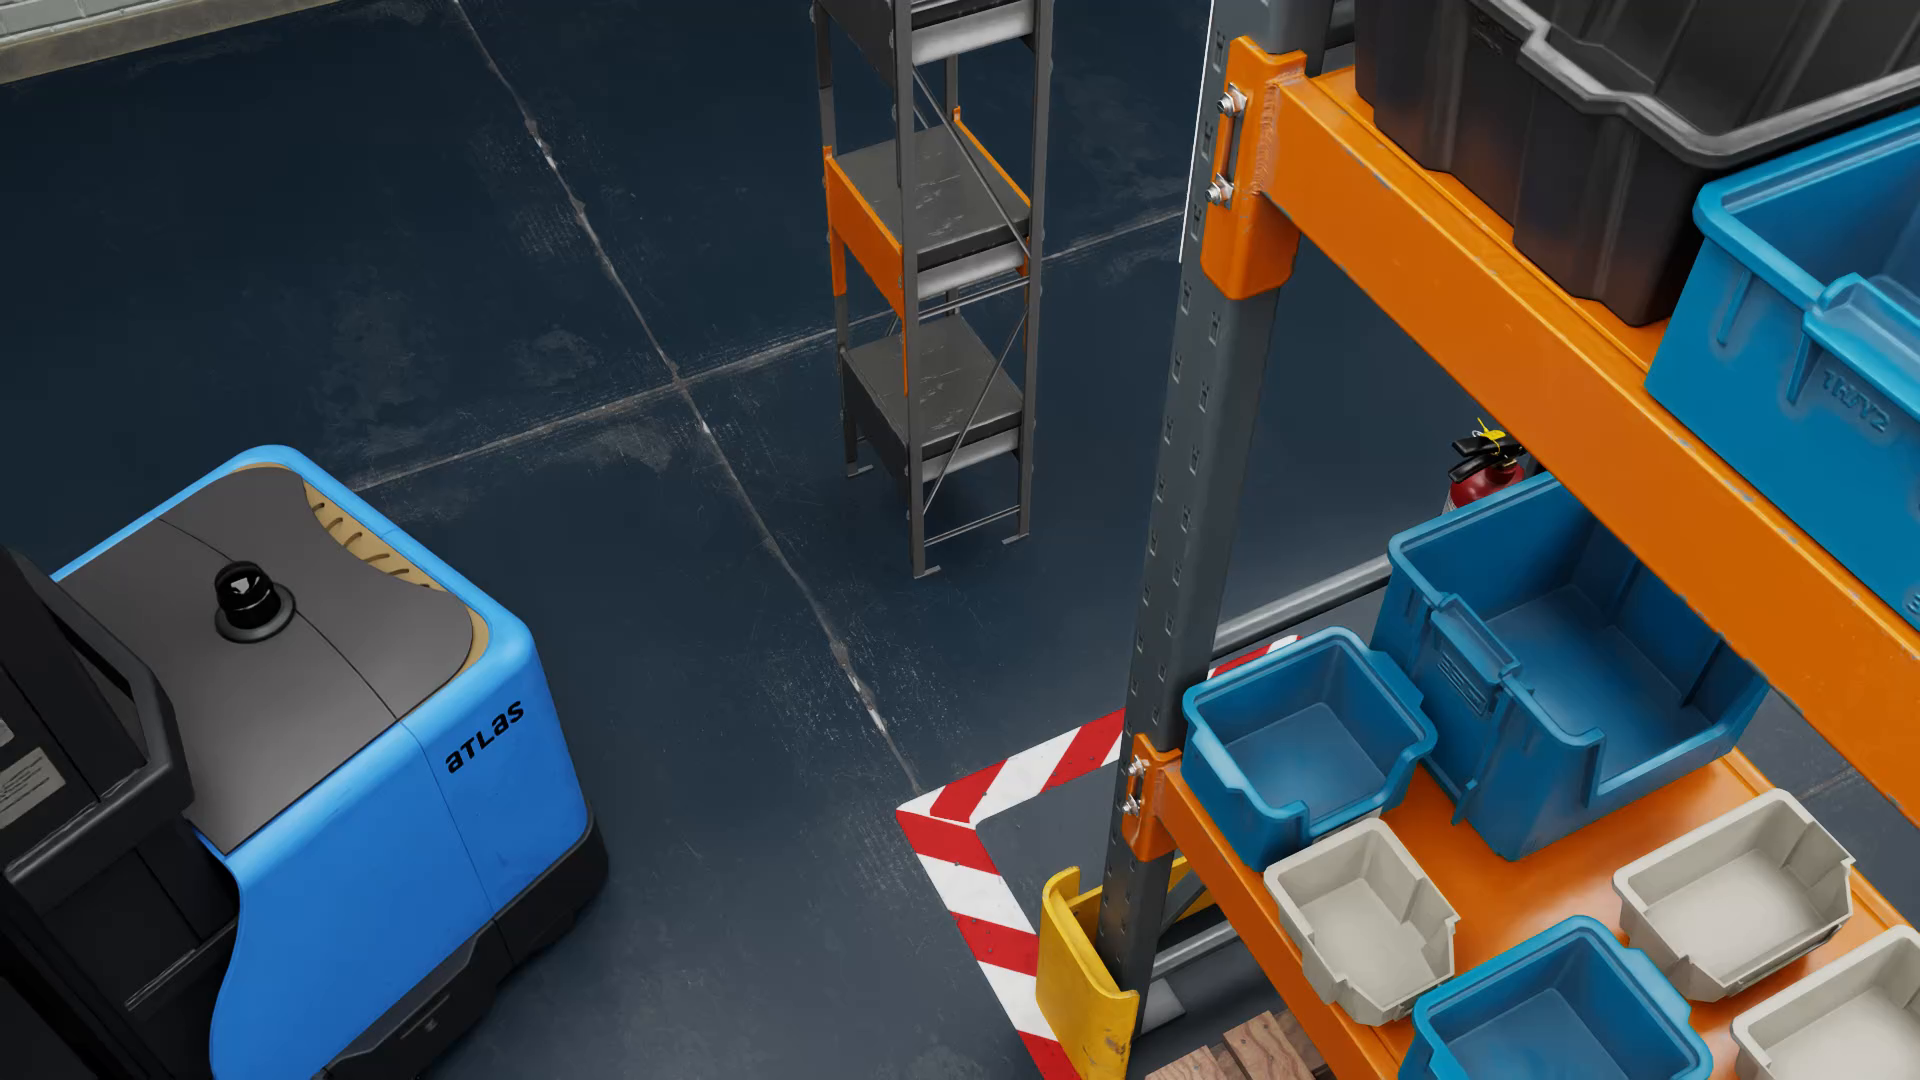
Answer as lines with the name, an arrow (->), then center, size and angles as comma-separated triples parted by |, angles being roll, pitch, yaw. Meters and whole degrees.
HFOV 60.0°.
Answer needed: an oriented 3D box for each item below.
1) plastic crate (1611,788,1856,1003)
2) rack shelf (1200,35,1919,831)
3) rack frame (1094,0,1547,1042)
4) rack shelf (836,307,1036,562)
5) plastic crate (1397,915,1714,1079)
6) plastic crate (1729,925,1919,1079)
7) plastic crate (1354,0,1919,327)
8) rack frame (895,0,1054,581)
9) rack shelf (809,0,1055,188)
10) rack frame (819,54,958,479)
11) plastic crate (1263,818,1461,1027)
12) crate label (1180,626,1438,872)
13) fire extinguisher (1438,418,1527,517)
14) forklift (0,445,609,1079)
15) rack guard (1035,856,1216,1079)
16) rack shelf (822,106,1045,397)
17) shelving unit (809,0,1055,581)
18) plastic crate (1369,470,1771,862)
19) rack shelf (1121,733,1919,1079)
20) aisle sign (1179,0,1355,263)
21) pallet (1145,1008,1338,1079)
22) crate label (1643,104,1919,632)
plastic crate -> 1.324, 0.624, 2.847 | 0.396, 0.136, 0.243 | -21, 52, -18
rack shelf -> 1.705, 0.661, 1.164 | 1.077, 0.370, 4.000 | -21, 52, -18
rack frame -> 0.790, 0.073, 3.193 | 1.000, 3.000, 0.127 | -21, 52, -18
rack shelf -> -0.076, -0.332, 5.094 | 0.431, 0.518, 0.480 | -21, 52, -18
plastic crate -> 0.911, 0.828, 2.605 | 0.416, 0.233, 0.300 | -21, 52, -18
plastic crate -> 1.444, 0.823, 2.673 | 0.396, 0.136, 0.243 | -21, 52, -18
plastic crate -> 0.718, -0.518, 1.804 | 0.497, 0.269, 0.590 | -21, 52, -18
rack frame -> 0.036, -0.639, 4.414 | 0.400, 2.100, 0.015 | -21, 52, -18
rack shelf -> -0.076, -1.254, 4.040 | 0.431, 0.518, 0.480 | -21, 52, -18
rack frame -> -0.187, -0.965, 4.699 | 0.400, 2.100, 0.015 | -21, 52, -18
plastic crate -> 0.683, 0.662, 2.813 | 0.250, 0.136, 0.298 | -21, 52, -18
crate label -> 0.610, 0.387, 2.990 | 0.416, 0.233, 0.303 | -21, 52, -18
fire extinguisher -> 1.125, -0.036, 3.588 | 0.296, 0.674, 0.183 | -21, 52, -18
forklift -> -2.255, 0.569, 2.805 | 1.130, 2.935, 3.031 | 32, 56, 25
rack guard -> 0.767, 0.885, 4.144 | 1.175, 0.500, 0.348 | -21, 52, -18
rack shelf -> -0.076, -0.793, 4.567 | 0.431, 0.518, 0.480 | -21, 52, -18
shelving unit -> -0.076, -0.802, 4.557 | 0.431, 2.100, 0.503 | -21, 52, -18
plastic crate -> 1.109, 0.202, 3.018 | 0.616, 0.435, 0.499 | -21, 52, -18
rack shelf -> 1.705, 1.649, 2.293 | 1.077, 0.370, 4.000 | -21, 52, -18
aisle sign -> 0.493, -0.729, 2.167 | 0.394, 0.787, 0.004 | -21, 52, -18
pallet -> 1.133, 1.557, 3.748 | 1.003, 0.211, 1.213 | -21, 52, -18
crate label -> 0.925, -0.137, 1.483 | 0.408, 0.251, 0.502 | -21, 52, -18
